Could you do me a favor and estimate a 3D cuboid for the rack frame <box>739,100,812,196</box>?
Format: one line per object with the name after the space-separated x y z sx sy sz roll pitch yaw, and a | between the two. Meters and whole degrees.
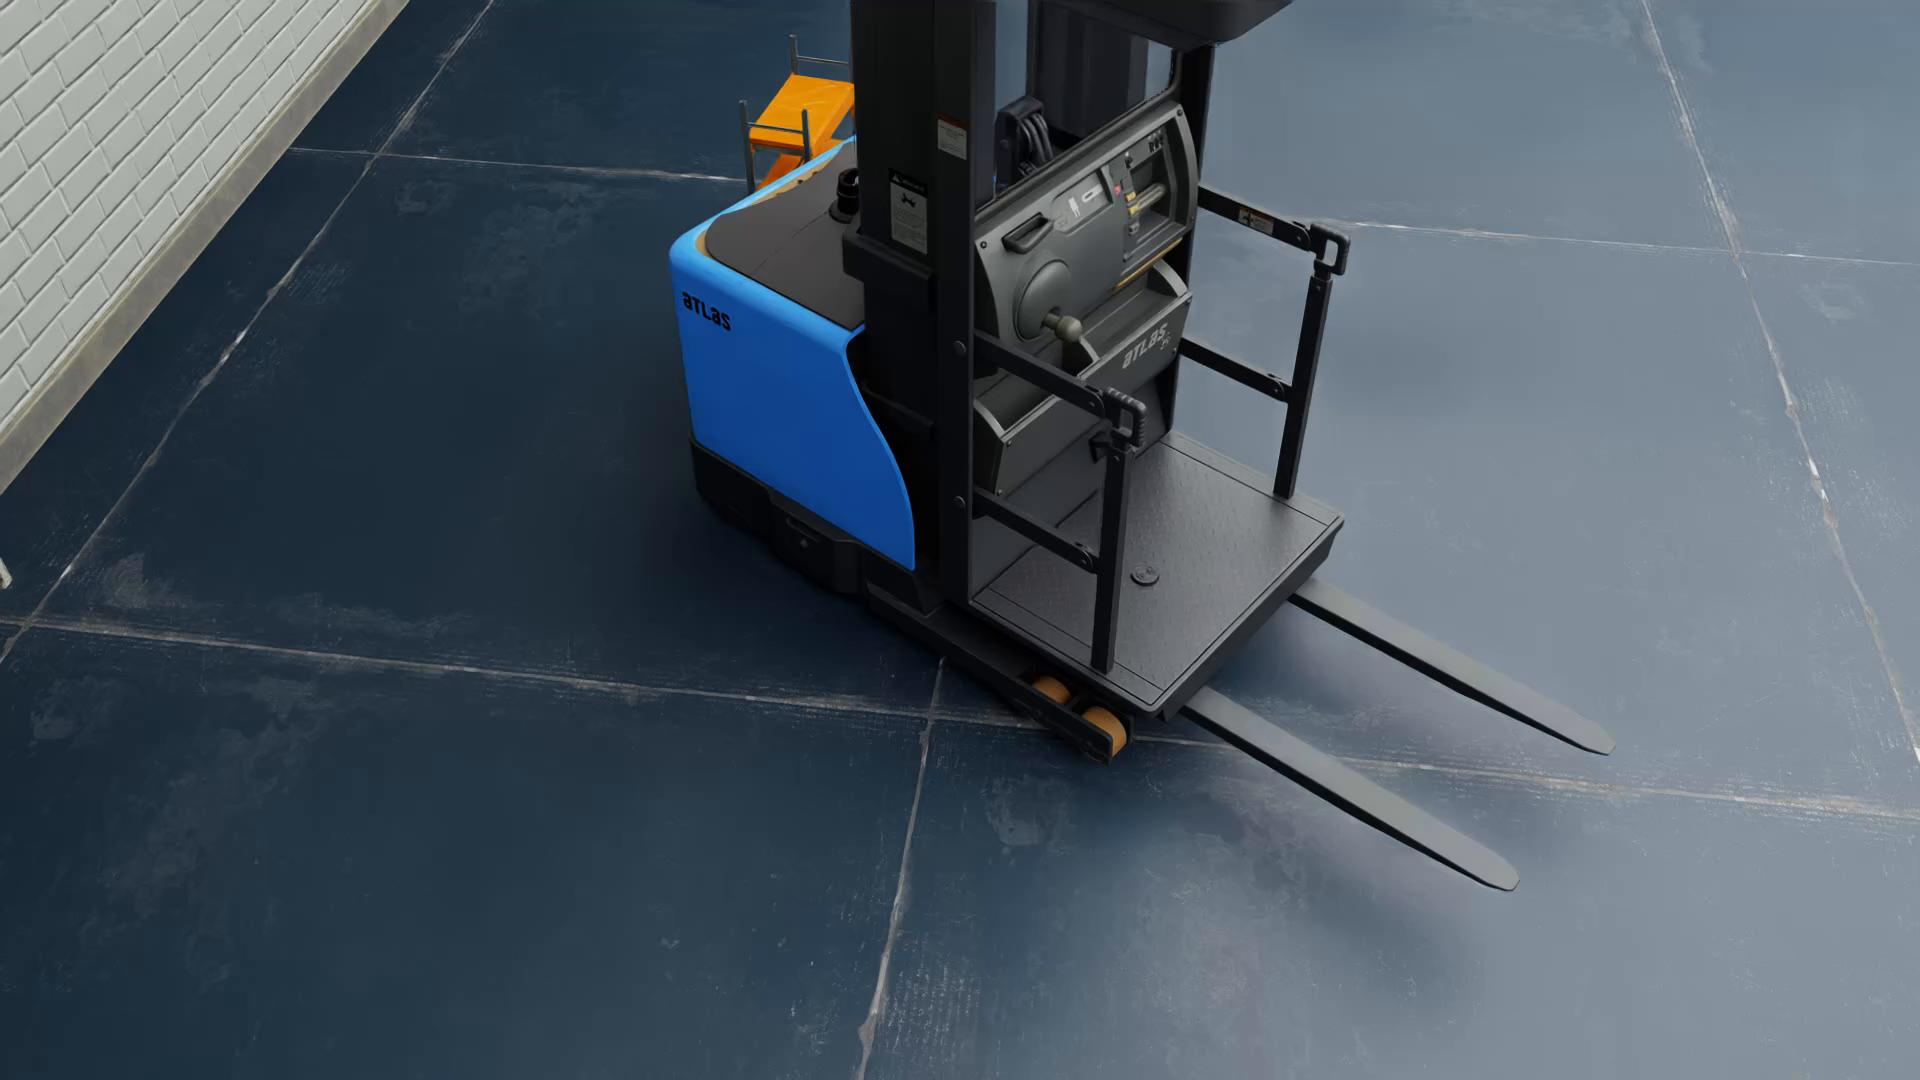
-0.619 -1.008 5.942 0.240 1.200 0.015 11 45 11 | rack frame

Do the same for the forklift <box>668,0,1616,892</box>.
0.526 -0.809 4.473 3.031 2.935 1.130 30 51 28 | forklift

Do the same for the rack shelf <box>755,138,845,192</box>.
-0.553 -1.283 6.005 0.258 0.148 0.480 11 45 11 | rack shelf

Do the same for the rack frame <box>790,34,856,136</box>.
-0.487 -1.331 6.283 0.240 1.200 0.015 11 45 11 | rack frame

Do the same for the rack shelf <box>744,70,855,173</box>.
-0.553 -1.455 5.842 0.258 0.148 0.480 11 45 11 | rack shelf

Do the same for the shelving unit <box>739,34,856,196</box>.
-0.553 -1.169 6.112 0.258 1.200 0.503 11 45 11 | shelving unit
